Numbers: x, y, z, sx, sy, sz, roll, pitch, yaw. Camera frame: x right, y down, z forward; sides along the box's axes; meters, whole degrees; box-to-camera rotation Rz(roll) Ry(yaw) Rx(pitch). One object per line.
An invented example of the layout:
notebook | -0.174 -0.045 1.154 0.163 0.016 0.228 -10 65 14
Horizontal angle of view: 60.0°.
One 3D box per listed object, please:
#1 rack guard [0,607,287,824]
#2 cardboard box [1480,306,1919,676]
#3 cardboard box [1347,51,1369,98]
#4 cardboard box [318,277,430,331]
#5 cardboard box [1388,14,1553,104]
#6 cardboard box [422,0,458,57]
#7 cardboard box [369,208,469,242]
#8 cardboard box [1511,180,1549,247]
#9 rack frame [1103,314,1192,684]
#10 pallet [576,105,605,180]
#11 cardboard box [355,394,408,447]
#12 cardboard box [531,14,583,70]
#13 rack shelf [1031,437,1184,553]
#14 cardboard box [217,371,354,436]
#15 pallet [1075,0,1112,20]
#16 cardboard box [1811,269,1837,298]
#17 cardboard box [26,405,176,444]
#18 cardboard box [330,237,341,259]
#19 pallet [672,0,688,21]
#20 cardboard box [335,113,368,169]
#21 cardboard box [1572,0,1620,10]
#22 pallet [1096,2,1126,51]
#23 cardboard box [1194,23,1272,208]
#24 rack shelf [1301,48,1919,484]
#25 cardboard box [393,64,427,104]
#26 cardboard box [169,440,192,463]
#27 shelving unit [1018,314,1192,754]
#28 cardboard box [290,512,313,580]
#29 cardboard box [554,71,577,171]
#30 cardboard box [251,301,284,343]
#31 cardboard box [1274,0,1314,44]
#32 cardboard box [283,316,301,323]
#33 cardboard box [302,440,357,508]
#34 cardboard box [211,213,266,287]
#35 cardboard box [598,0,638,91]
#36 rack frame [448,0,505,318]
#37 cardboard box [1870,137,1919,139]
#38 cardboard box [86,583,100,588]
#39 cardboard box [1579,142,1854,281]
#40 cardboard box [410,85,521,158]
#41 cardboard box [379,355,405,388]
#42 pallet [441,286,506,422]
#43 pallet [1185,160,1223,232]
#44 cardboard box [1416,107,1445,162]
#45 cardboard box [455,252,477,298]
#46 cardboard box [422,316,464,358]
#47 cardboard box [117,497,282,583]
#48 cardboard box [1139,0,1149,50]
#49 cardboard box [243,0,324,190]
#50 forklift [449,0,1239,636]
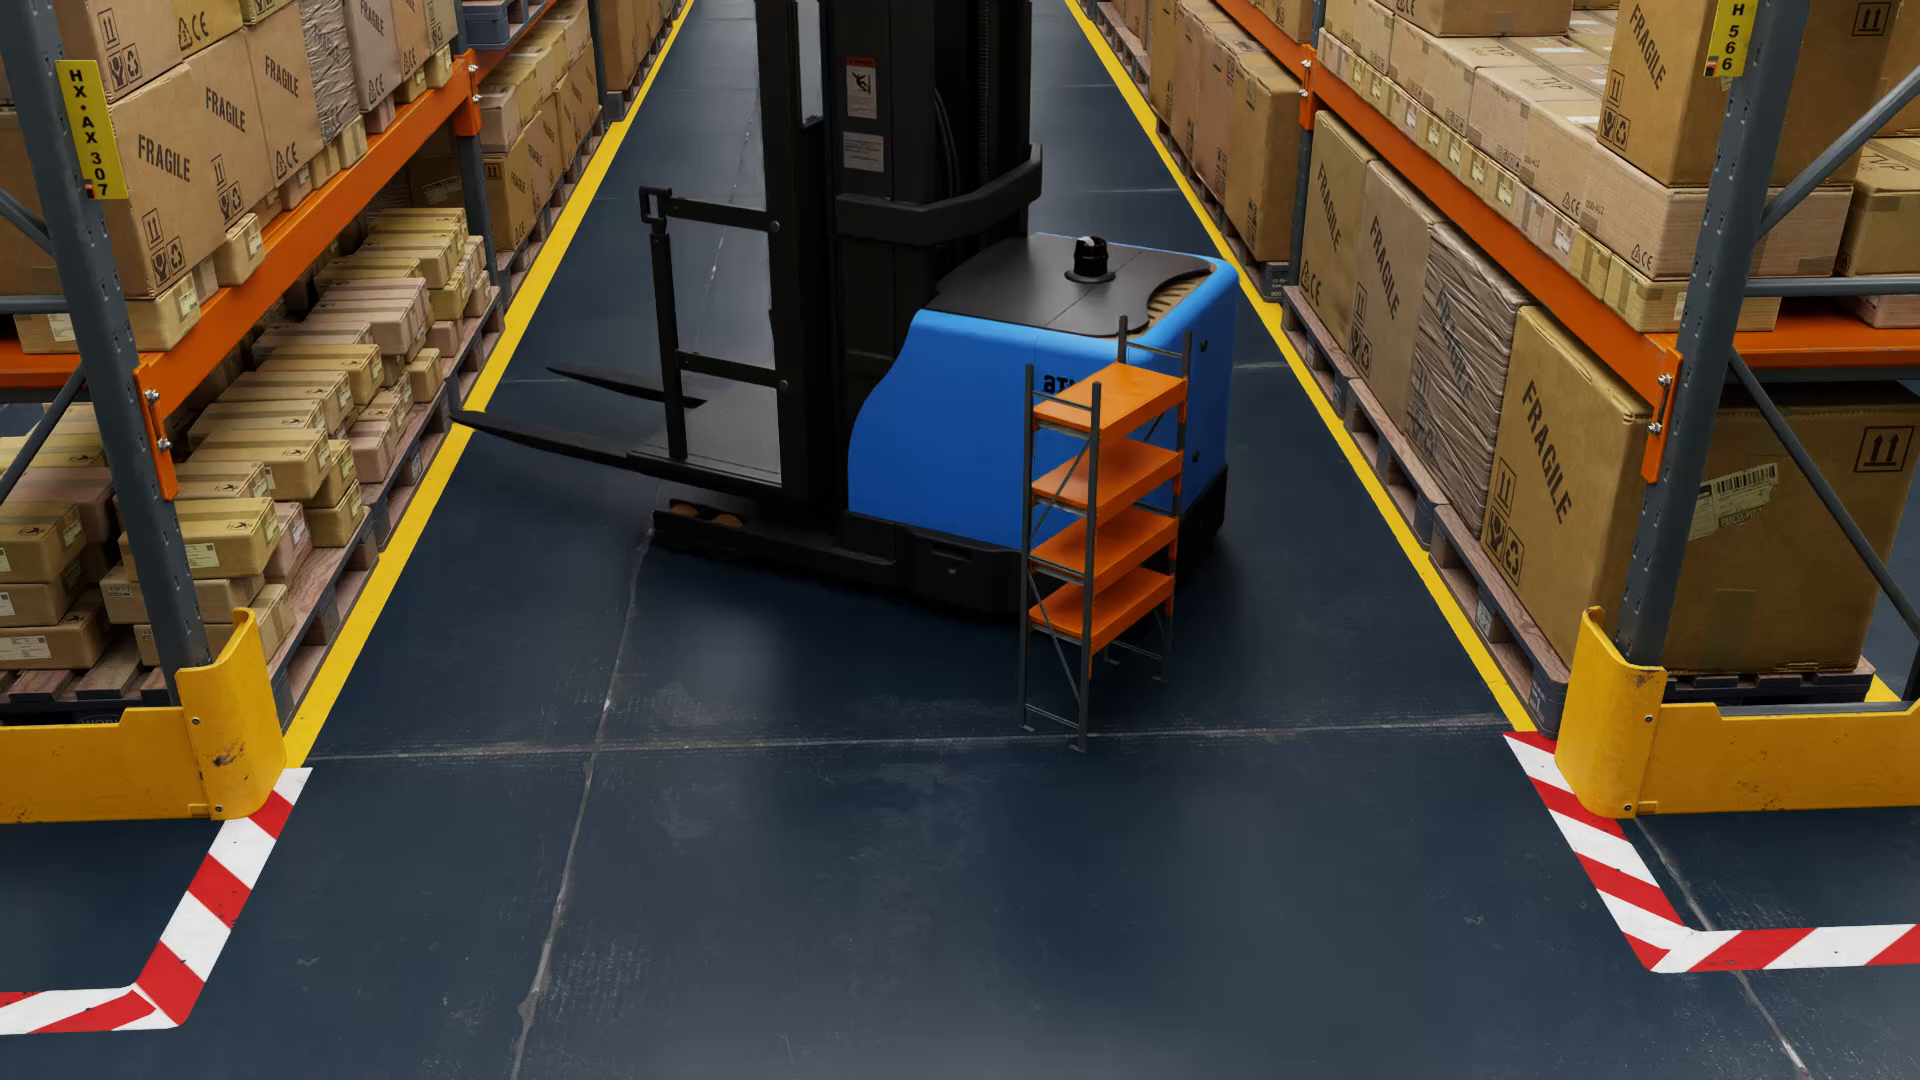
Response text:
rack guard | -2.594 0.507 4.738 1.175 0.500 0.348 -1 28 -3
cardboard box | 2.255 -0.178 5.190 0.875 0.875 0.875 -1 28 -3
cardboard box | 1.871 -1.988 7.090 0.380 0.149 0.250 -1 28 -1
cardboard box | -2.405 -0.965 6.843 0.380 0.149 0.250 -3 28 -5
cardboard box | 1.976 -1.860 6.414 0.500 0.250 0.500 -1 28 -1
cardboard box | -2.491 -2.374 7.128 0.500 0.500 0.500 -1 28 -3
cardboard box | -2.520 -1.442 7.756 0.380 0.149 0.250 -1 28 -1
cardboard box | 1.982 -1.037 5.266 0.380 0.149 0.250 -1 28 -2
rack frame | 0.573 -0.103 5.150 0.240 1.200 0.015 19 33 32
pallet | -2.968 -2.664 11.129 1.003 0.211 1.213 -1 28 -3
cardboard box | -2.392 -0.453 6.503 0.380 0.149 0.250 -1 28 -3
cardboard box | -2.673 -3.129 10.444 0.500 0.250 0.500 -1 28 -2
rack shelf | 0.427 -0.151 4.905 0.258 0.148 0.480 19 33 32
cardboard box | -2.398 -0.487 5.926 0.380 0.149 0.250 0 28 -1
pallet | 1.672 -5.254 16.096 1.003 0.211 1.213 -1 28 -3
cardboard box | 2.665 -0.819 4.848 0.380 0.149 0.250 -2 28 -3
cardboard box | -2.917 -0.346 5.655 0.380 0.149 0.250 -2 28 -5
cardboard box | -3.032 -1.307 7.498 0.380 0.149 0.250 0 28 0
pallet | -3.178 -5.225 16.040 1.003 0.211 1.213 -1 28 -3
cardboard box | -2.397 -1.456 6.070 0.380 0.149 0.250 -1 28 -2
cardboard box | 2.473 -2.448 6.729 0.500 0.500 0.500 -1 28 -2
pallet | 1.784 -4.586 14.814 1.003 0.211 1.213 -1 28 -3
cardboard box | 2.059 -2.439 9.526 1.225 0.875 0.875 -2 28 -4
rack shelf | 2.264 -1.244 6.170 1.077 0.370 4.000 -1 28 -3
cardboard box | -2.474 -1.935 6.988 0.380 0.149 0.250 0 28 -1
cardboard box | -2.843 -0.224 5.743 0.380 0.149 0.250 -2 28 -3
shelving unit | 0.427 -0.013 4.977 0.258 1.200 0.503 19 33 32
cardboard box | -2.413 0.028 5.581 0.380 0.149 0.250 -1 28 -2
cardboard box | -2.645 -2.558 10.159 0.500 0.500 0.500 -3 28 -5
cardboard box | -2.905 -0.828 6.580 0.380 0.149 0.250 -2 28 -5
cardboard box | 1.863 -2.741 8.153 0.500 0.500 0.500 -1 28 -2
cardboard box | -2.946 -0.814 6.874 0.380 0.149 0.250 0 28 0
cardboard box | -2.325 -0.229 5.752 0.380 0.149 0.250 -1 28 -1
cardboard box | -2.295 -0.855 4.917 0.380 0.149 0.250 -2 28 -4
cardboard box | -2.950 -3.733 12.143 1.050 0.750 0.750 -2 28 -3
rack frame | -2.799 -2.414 7.635 1.000 3.000 0.127 -1 28 -3
cardboard box | 2.579 -1.173 5.096 0.500 0.250 0.500 -2 28 -3
cardboard box | -2.940 0.157 5.334 0.380 0.149 0.250 -1 28 -1
cardboard box | 2.078 -0.923 4.616 0.500 0.250 0.500 -2 28 -3
cardboard box | -2.574 -2.172 8.609 0.500 0.250 0.500 -3 28 -5
cardboard box | -2.465 -0.723 6.699 0.380 0.149 0.250 -3 28 -5
pallet | -2.728 -0.868 7.686 1.003 0.211 1.213 -1 28 -3
pallet | 1.977 -2.170 10.182 1.003 0.211 1.213 -1 28 -3
cardboard box | 1.926 -1.511 6.175 0.380 0.149 0.250 -2 28 -4
cardboard box | -2.438 -1.206 7.625 0.380 0.149 0.250 -3 28 -5
cardboard box | -2.430 -0.921 7.400 0.380 0.149 0.250 -2 28 -4
cardboard box | -2.278 -0.003 4.997 0.380 0.149 0.250 -3 28 -5
cardboard box | 1.818 -4.247 13.377 0.700 0.500 0.500 1 28 2
cardboard box | -2.404 -1.430 5.318 0.500 0.500 0.500 -1 28 -2
forklift | -0.566 -1.429 5.821 3.031 2.935 1.130 13 30 23
